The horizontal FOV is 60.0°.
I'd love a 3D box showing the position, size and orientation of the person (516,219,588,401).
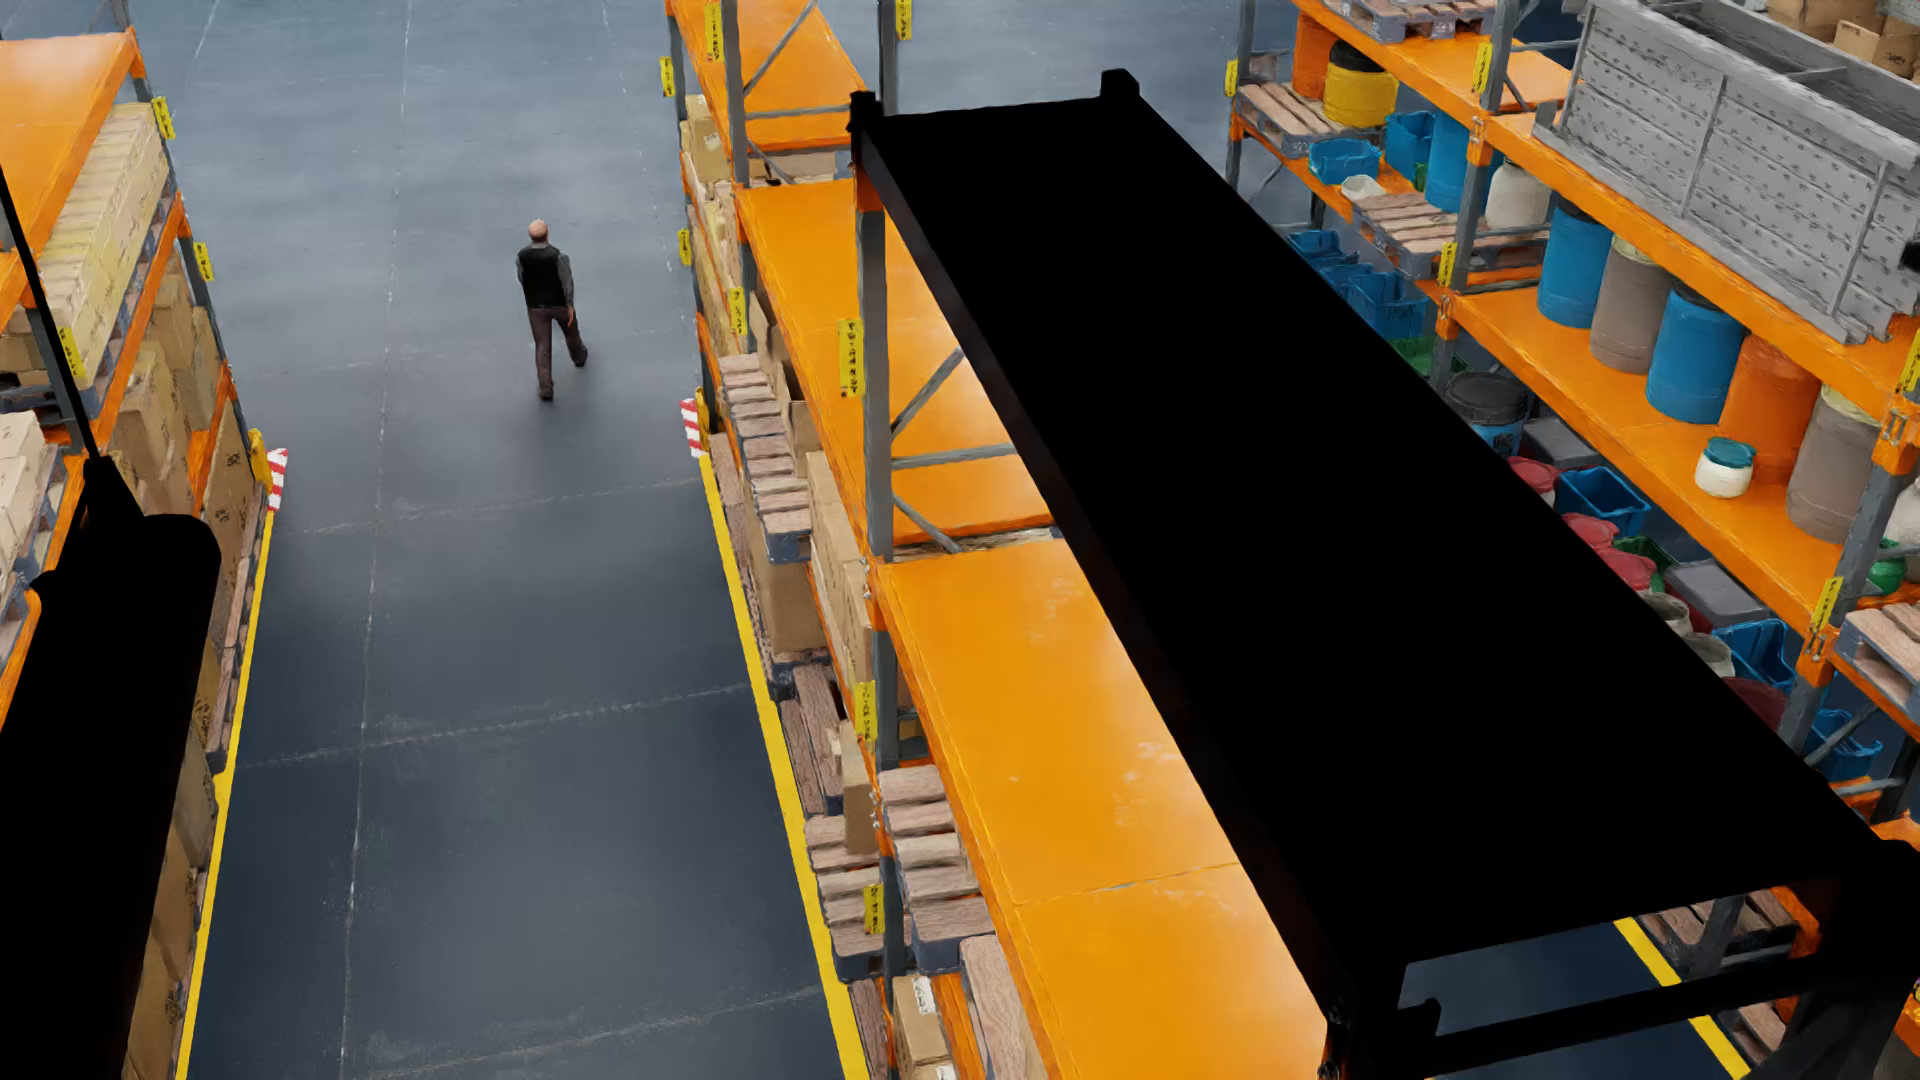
[{"bbox_3d":[-3.938,-2.283,15.933,0.540,1.661,1.021,-3,35,-4],"label":"person"}]
